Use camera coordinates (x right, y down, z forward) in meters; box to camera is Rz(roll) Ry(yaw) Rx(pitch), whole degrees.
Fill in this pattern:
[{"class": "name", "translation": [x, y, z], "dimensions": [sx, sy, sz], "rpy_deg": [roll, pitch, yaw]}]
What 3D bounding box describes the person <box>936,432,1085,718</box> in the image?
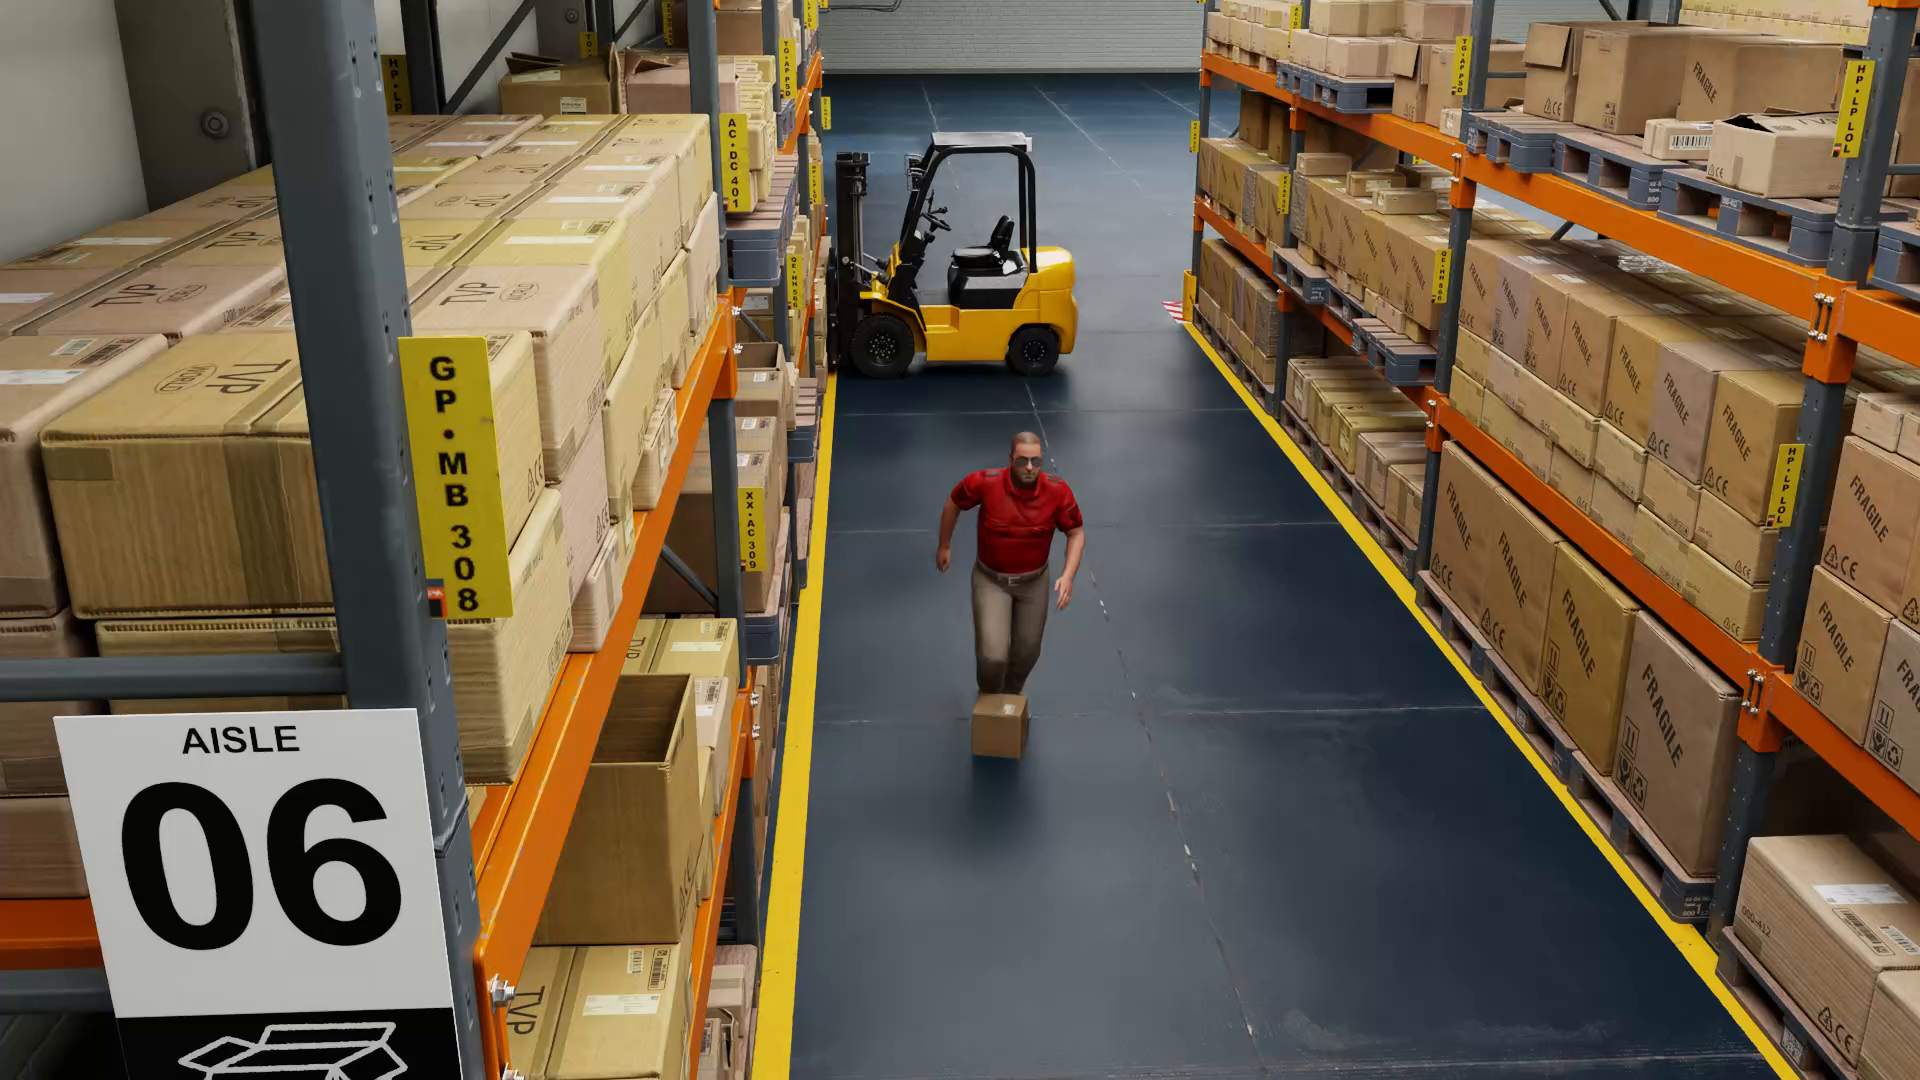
[{"class": "person", "translation": [0.276, 0.236, 8.569], "dimensions": [0.714, 1.688, 0.753], "rpy_deg": [-4, 21, -10]}]
